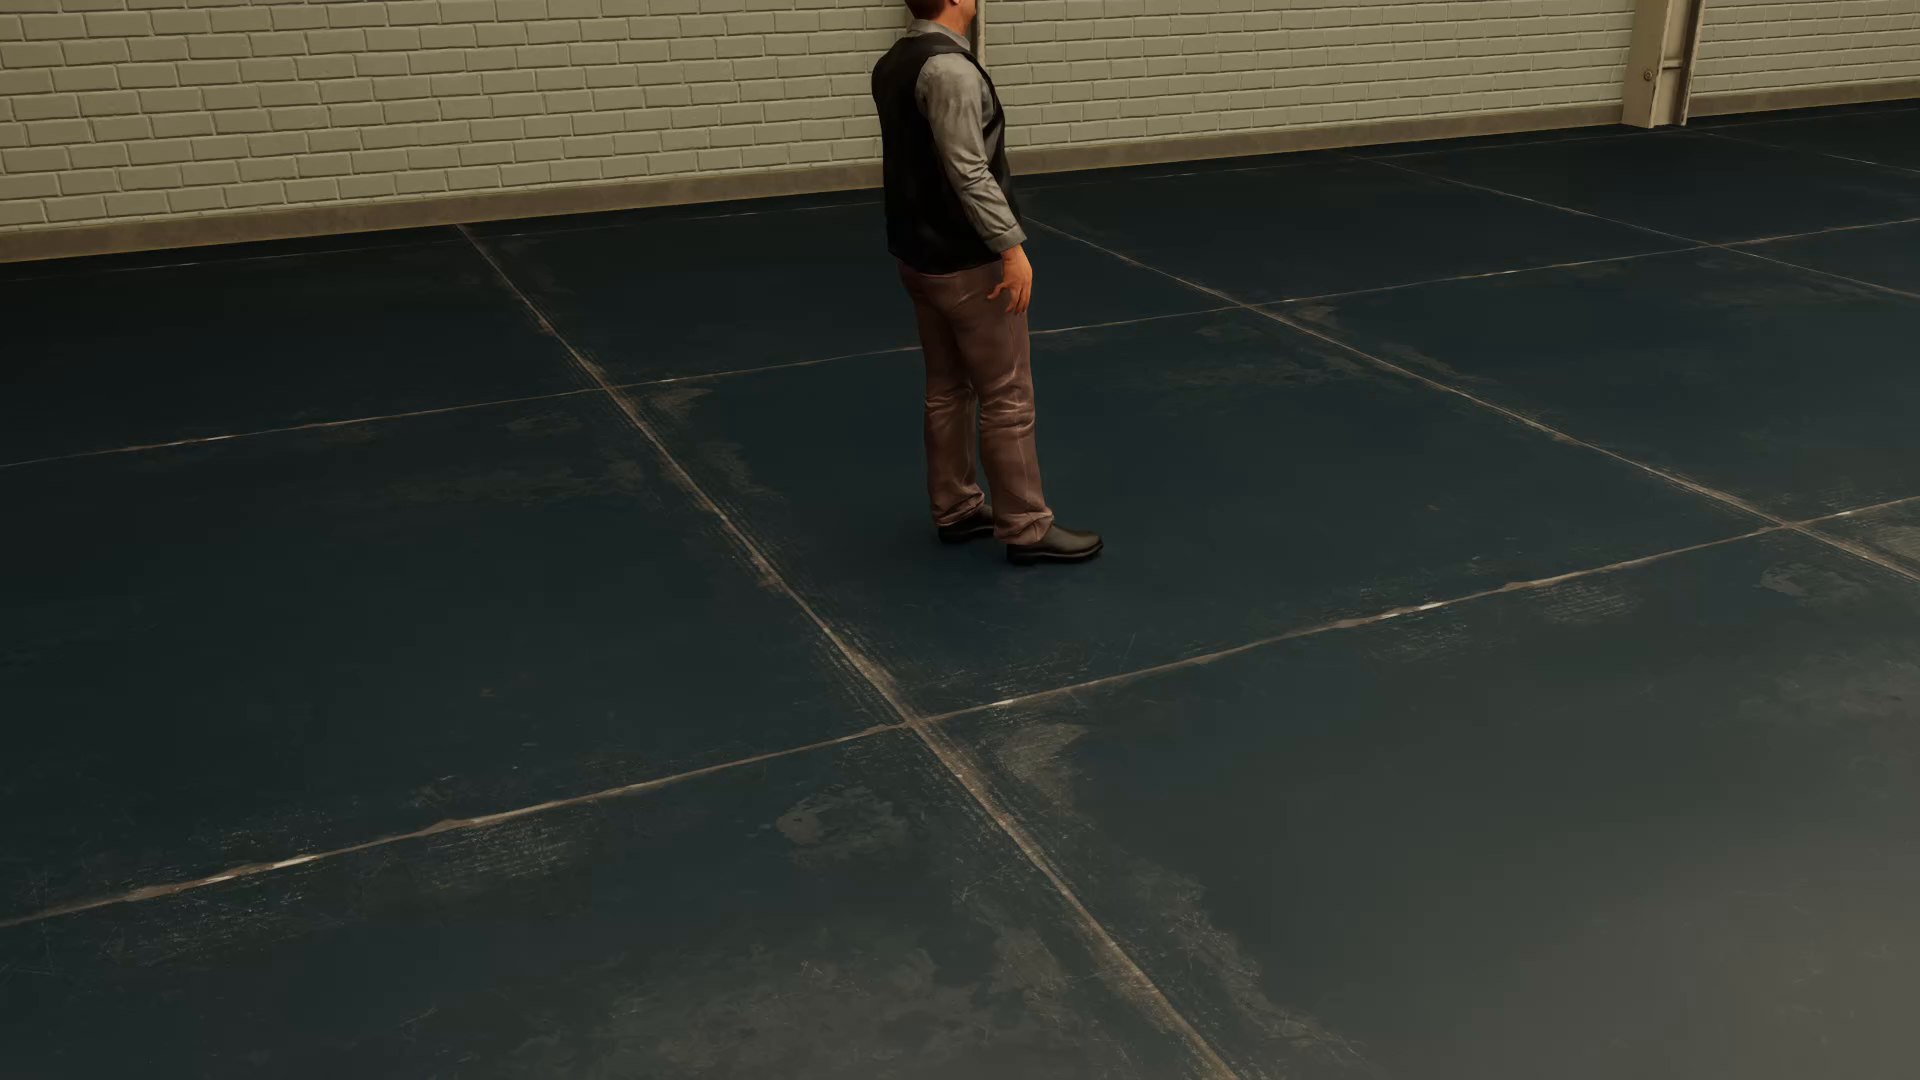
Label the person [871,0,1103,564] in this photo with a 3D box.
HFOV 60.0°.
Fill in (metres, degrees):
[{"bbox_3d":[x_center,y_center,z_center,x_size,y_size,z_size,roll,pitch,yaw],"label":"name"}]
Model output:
[{"bbox_3d":[0.059,-0.809,4.791,0.568,1.720,0.632,-10,25,-23],"label":"person"}]
